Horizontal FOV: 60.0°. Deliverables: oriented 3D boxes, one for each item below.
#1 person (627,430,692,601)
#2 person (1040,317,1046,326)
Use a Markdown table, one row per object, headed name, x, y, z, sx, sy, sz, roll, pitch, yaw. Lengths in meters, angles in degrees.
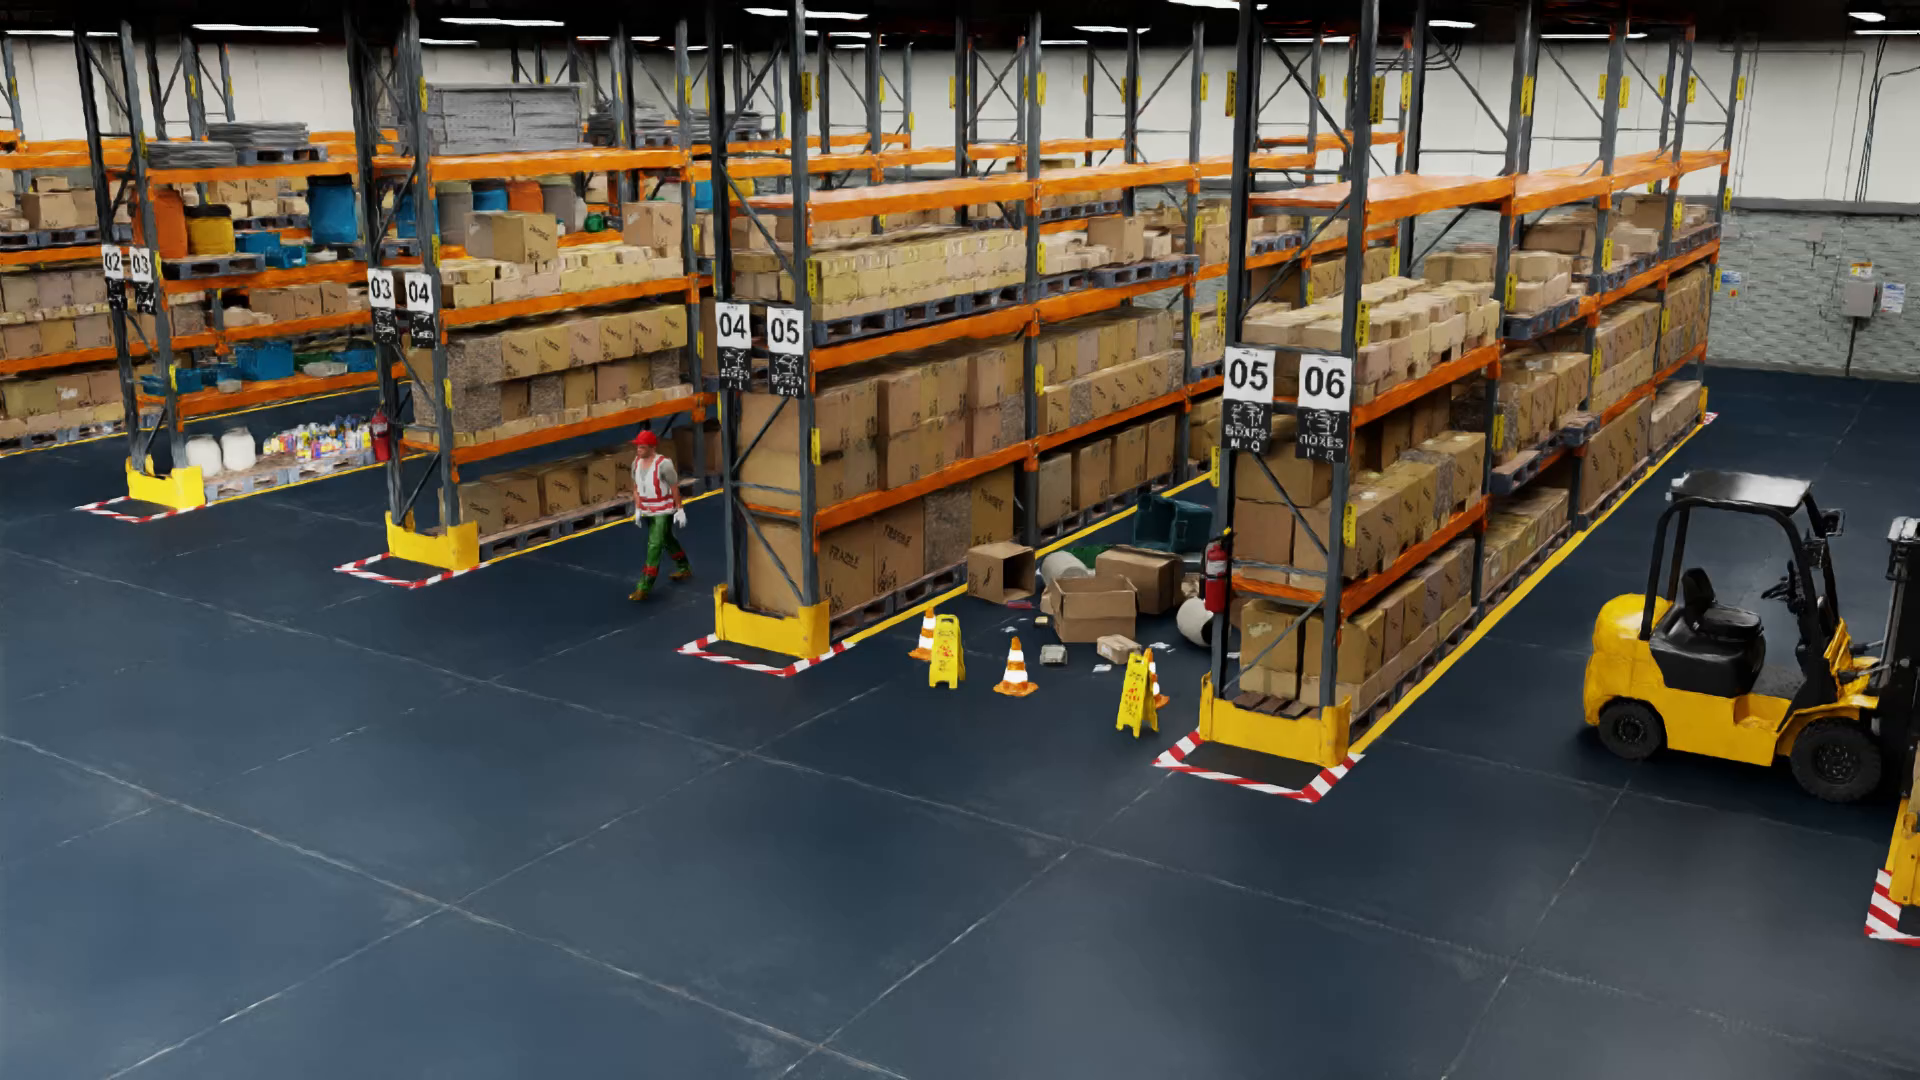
| name | x | y | z | sx | sy | sz | roll | pitch | yaw |
| --- | --- | --- | --- | --- | --- | --- | --- | --- | --- |
| person | -3.149 | -0.298 | 17.049 | 0.553 | 1.709 | 1.123 | 11 | 19 | 33 |
| person | 1.252 | -2.709 | 25.958 | 0.592 | 1.625 | 0.532 | 9 | 18 | 29 |
